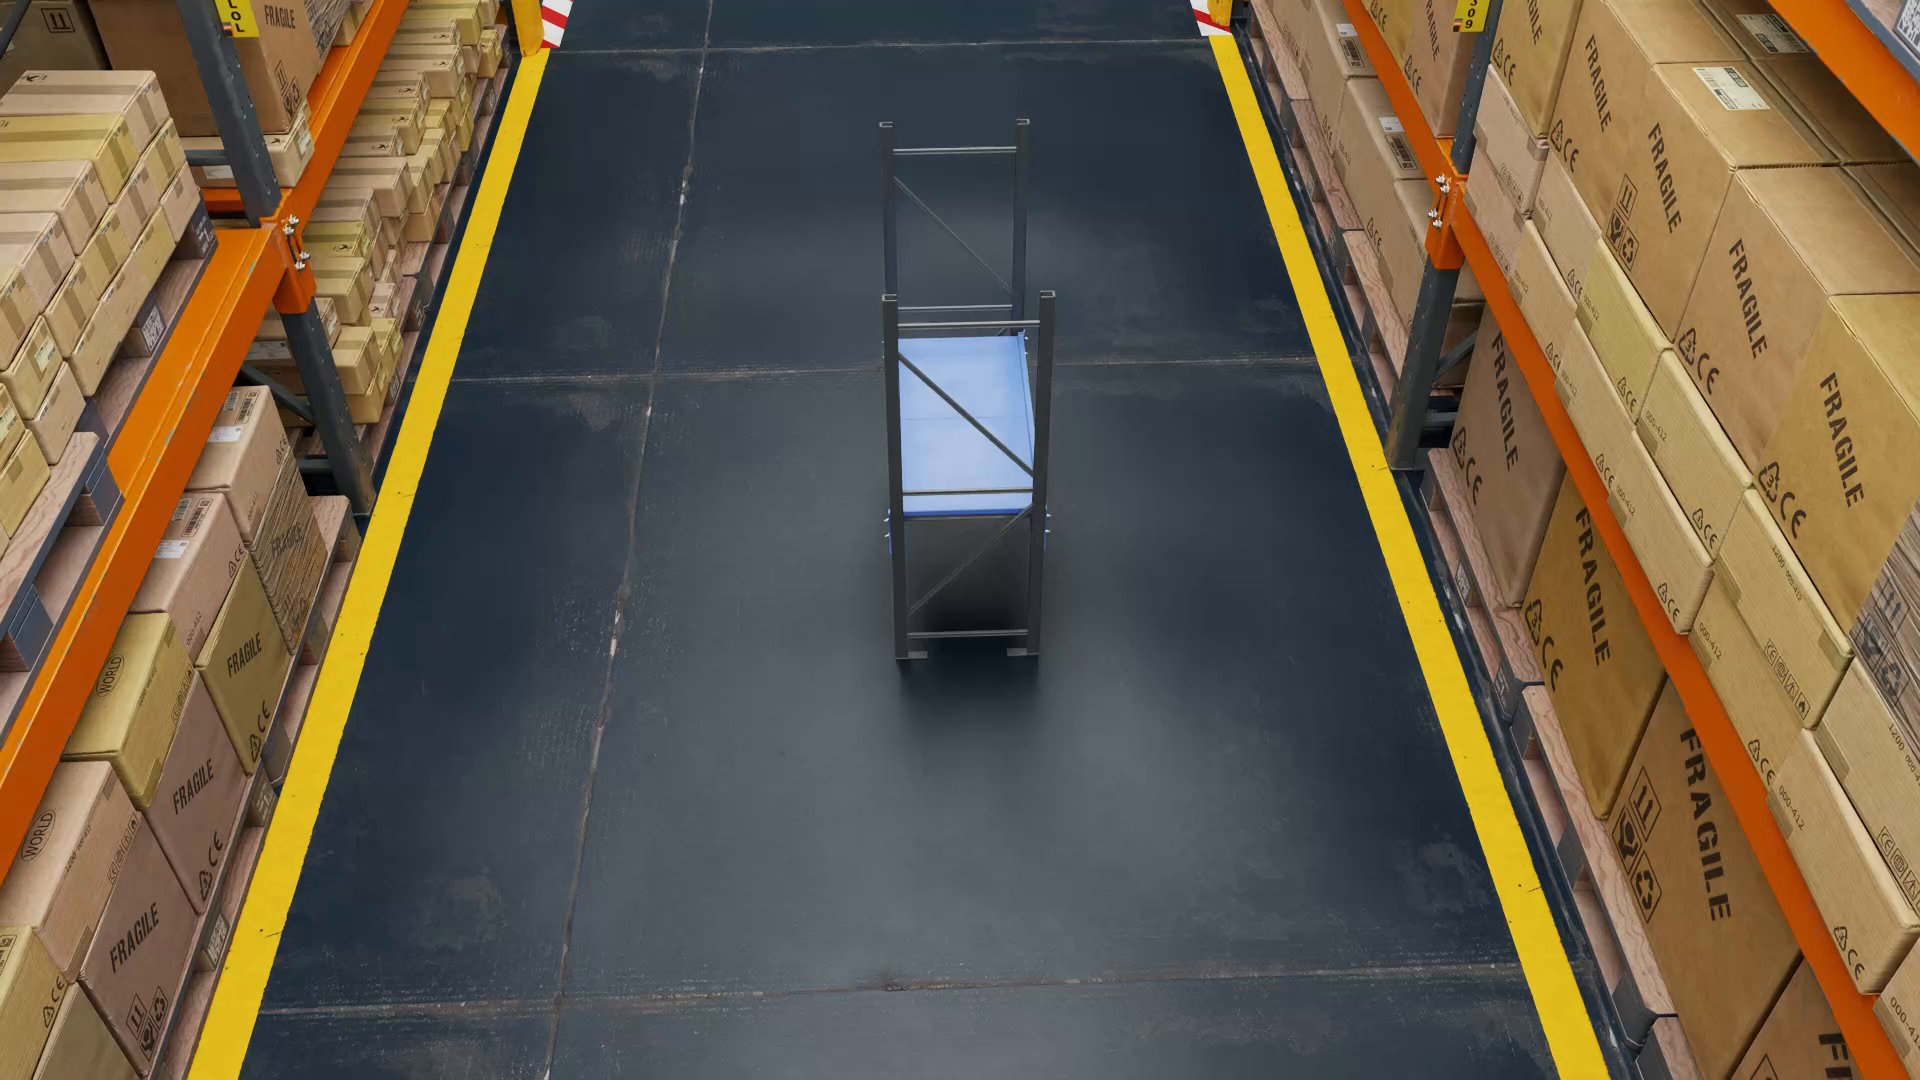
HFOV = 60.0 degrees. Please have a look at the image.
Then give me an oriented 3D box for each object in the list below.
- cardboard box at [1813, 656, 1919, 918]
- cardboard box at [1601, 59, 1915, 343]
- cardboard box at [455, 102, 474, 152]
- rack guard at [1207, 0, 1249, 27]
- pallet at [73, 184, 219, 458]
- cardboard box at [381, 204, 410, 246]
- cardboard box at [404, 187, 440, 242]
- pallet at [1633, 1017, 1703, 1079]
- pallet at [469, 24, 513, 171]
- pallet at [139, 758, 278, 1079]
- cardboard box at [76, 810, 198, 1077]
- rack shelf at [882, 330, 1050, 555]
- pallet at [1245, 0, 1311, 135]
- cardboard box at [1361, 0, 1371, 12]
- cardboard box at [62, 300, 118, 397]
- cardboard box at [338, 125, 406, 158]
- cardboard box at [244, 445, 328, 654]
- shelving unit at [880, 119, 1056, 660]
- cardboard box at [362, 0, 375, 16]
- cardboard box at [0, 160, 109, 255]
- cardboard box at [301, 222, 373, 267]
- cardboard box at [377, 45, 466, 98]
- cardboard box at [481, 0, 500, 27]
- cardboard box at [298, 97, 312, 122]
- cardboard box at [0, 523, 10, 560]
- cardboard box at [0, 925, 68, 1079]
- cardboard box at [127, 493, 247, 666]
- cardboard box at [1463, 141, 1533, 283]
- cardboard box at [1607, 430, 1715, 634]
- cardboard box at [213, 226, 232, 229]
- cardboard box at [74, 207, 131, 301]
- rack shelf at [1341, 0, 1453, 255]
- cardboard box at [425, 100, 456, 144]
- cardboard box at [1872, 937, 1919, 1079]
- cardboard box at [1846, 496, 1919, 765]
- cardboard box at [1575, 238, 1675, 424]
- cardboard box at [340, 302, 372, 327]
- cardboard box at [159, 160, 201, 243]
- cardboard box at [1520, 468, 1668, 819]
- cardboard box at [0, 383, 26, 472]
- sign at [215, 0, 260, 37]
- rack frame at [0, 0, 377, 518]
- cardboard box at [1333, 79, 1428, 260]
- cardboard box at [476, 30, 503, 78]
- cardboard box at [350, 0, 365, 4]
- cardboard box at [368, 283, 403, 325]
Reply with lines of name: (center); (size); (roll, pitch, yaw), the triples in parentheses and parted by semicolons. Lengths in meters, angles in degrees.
cardboard box: (2.060, 0.477, 3.250); (0.500, 0.250, 0.500); (-3, 43, -3)
cardboard box: (1.989, -0.847, 4.140); (0.500, 0.500, 0.500); (-3, 43, -3)
cardboard box: (-2.557, -1.985, 7.994); (0.380, 0.149, 0.250); (-3, 43, -4)
rack guard: (2.019, -3.223, 9.397); (1.175, 0.500, 0.348); (-2, 43, -2)
pallet: (-2.865, -0.627, 4.856); (1.003, 0.211, 1.213); (-2, 43, -2)
cardboard box: (-2.591, -1.386, 7.121); (0.380, 0.149, 0.250); (0, 43, 0)
cardboard box: (-2.542, -1.452, 7.413); (0.380, 0.149, 0.250); (-3, 43, -3)
pallet: (2.401, 1.766, 4.167); (1.003, 0.211, 1.213); (-2, 43, -2)
pallet: (-2.919, -2.290, 8.592); (1.003, 0.211, 1.213); (-2, 43, -2)
pallet: (-2.662, 1.161, 4.827); (1.003, 0.211, 1.213); (-2, 43, -2)
cardboard box: (-2.408, 1.079, 4.393); (0.500, 0.500, 0.500); (-3, 43, -3)
rack shelf: (0.004, -0.363, 5.802); (0.538, 0.185, 1.000); (-2, 43, -2)
pallet: (2.132, -2.563, 8.890); (1.003, 0.211, 1.213); (-2, 43, -2)
cardboard box: (1.851, -2.457, 6.637); (0.500, 0.500, 0.500); (-2, 43, -2)
cardboard box: (-2.506, -0.505, 4.456); (0.380, 0.149, 0.250); (-4, 43, -4)
cardboard box: (-2.629, -1.668, 7.208); (0.380, 0.149, 0.250); (-3, 43, -4)
cardboard box: (-2.469, 0.041, 5.524); (0.500, 0.500, 0.500); (-2, 43, -3)
shelving unit: (0.004, -0.495, 5.680); (0.538, 1.500, 1.048); (-2, 43, -2)
cardboard box: (-2.541, -2.214, 6.631); (0.380, 0.149, 0.250); (0, 43, 0)
cardboard box: (-2.518, -0.878, 4.423); (0.380, 0.149, 0.250); (-3, 43, -3)
cardboard box: (-2.572, -1.137, 6.629); (0.380, 0.149, 0.250); (-2, 43, -2)
cardboard box: (-2.540, -2.193, 7.781); (0.380, 0.149, 0.250); (0, 43, 0)
cardboard box: (-2.614, -2.784, 8.646); (0.380, 0.149, 0.250); (-3, 43, -3)
cardboard box: (-2.522, -1.498, 5.851); (0.380, 0.149, 0.250); (0, 43, -1)
cardboard box: (-2.467, 0.042, 3.860); (0.380, 0.149, 0.250); (-3, 43, -3)
cardboard box: (-2.391, 1.158, 3.751); (0.500, 0.250, 0.500); (-2, 43, -2)
cardboard box: (-2.459, 0.115, 4.889); (0.500, 0.250, 0.500); (0, 43, 0)
cardboard box: (1.945, -1.068, 5.307); (0.500, 0.250, 0.500); (-3, 43, -3)
cardboard box: (1.986, -0.035, 4.179); (0.500, 0.250, 0.500); (-2, 43, -2)
cardboard box: (-3.095, -1.113, 6.603); (0.380, 0.149, 0.250); (-2, 43, -2)
cardboard box: (-2.518, -0.781, 4.538); (0.380, 0.149, 0.250); (0, 43, 0)
rack shelf: (2.105, -2.513, 7.304); (1.077, 0.370, 4.000); (-2, 43, -2)
cardboard box: (-2.563, -1.910, 7.693); (0.380, 0.149, 0.250); (0, 43, 0)
cardboard box: (2.079, 0.994, 3.057); (0.500, 0.250, 0.500); (-3, 43, -3)
cardboard box: (2.046, 0.179, 3.021); (0.500, 0.500, 0.500); (-1, 43, -1)
cardboard box: (1.972, -0.559, 4.381); (0.500, 0.250, 0.500); (-1, 43, -1)
cardboard box: (-2.548, -0.854, 6.540); (0.380, 0.149, 0.250); (-1, 43, -1)
cardboard box: (-2.537, -1.018, 5.016); (0.380, 0.149, 0.250); (-3, 43, -3)
cardboard box: (2.342, 0.226, 5.045); (0.875, 0.875, 0.875); (-1, 43, -1)
cardboard box: (-2.478, -0.237, 3.944); (0.380, 0.149, 0.250); (-1, 43, -2)
sign: (-2.197, -1.663, 4.988); (0.100, 0.325, 0.005); (-2, 43, -2)
rack frame: (-2.752, -1.218, 5.359); (1.000, 3.000, 0.127); (-2, 43, -2)
cardboard box: (2.232, -1.670, 7.437); (0.875, 0.438, 0.875); (-3, 43, -3)
cardboard box: (-2.579, -2.502, 8.559); (0.380, 0.149, 0.250); (0, 43, 0)
cardboard box: (-2.535, -2.381, 6.333); (0.500, 0.500, 0.500); (-2, 43, -3)
cardboard box: (-2.520, -0.923, 6.836); (0.380, 0.149, 0.250); (-2, 43, -2)
